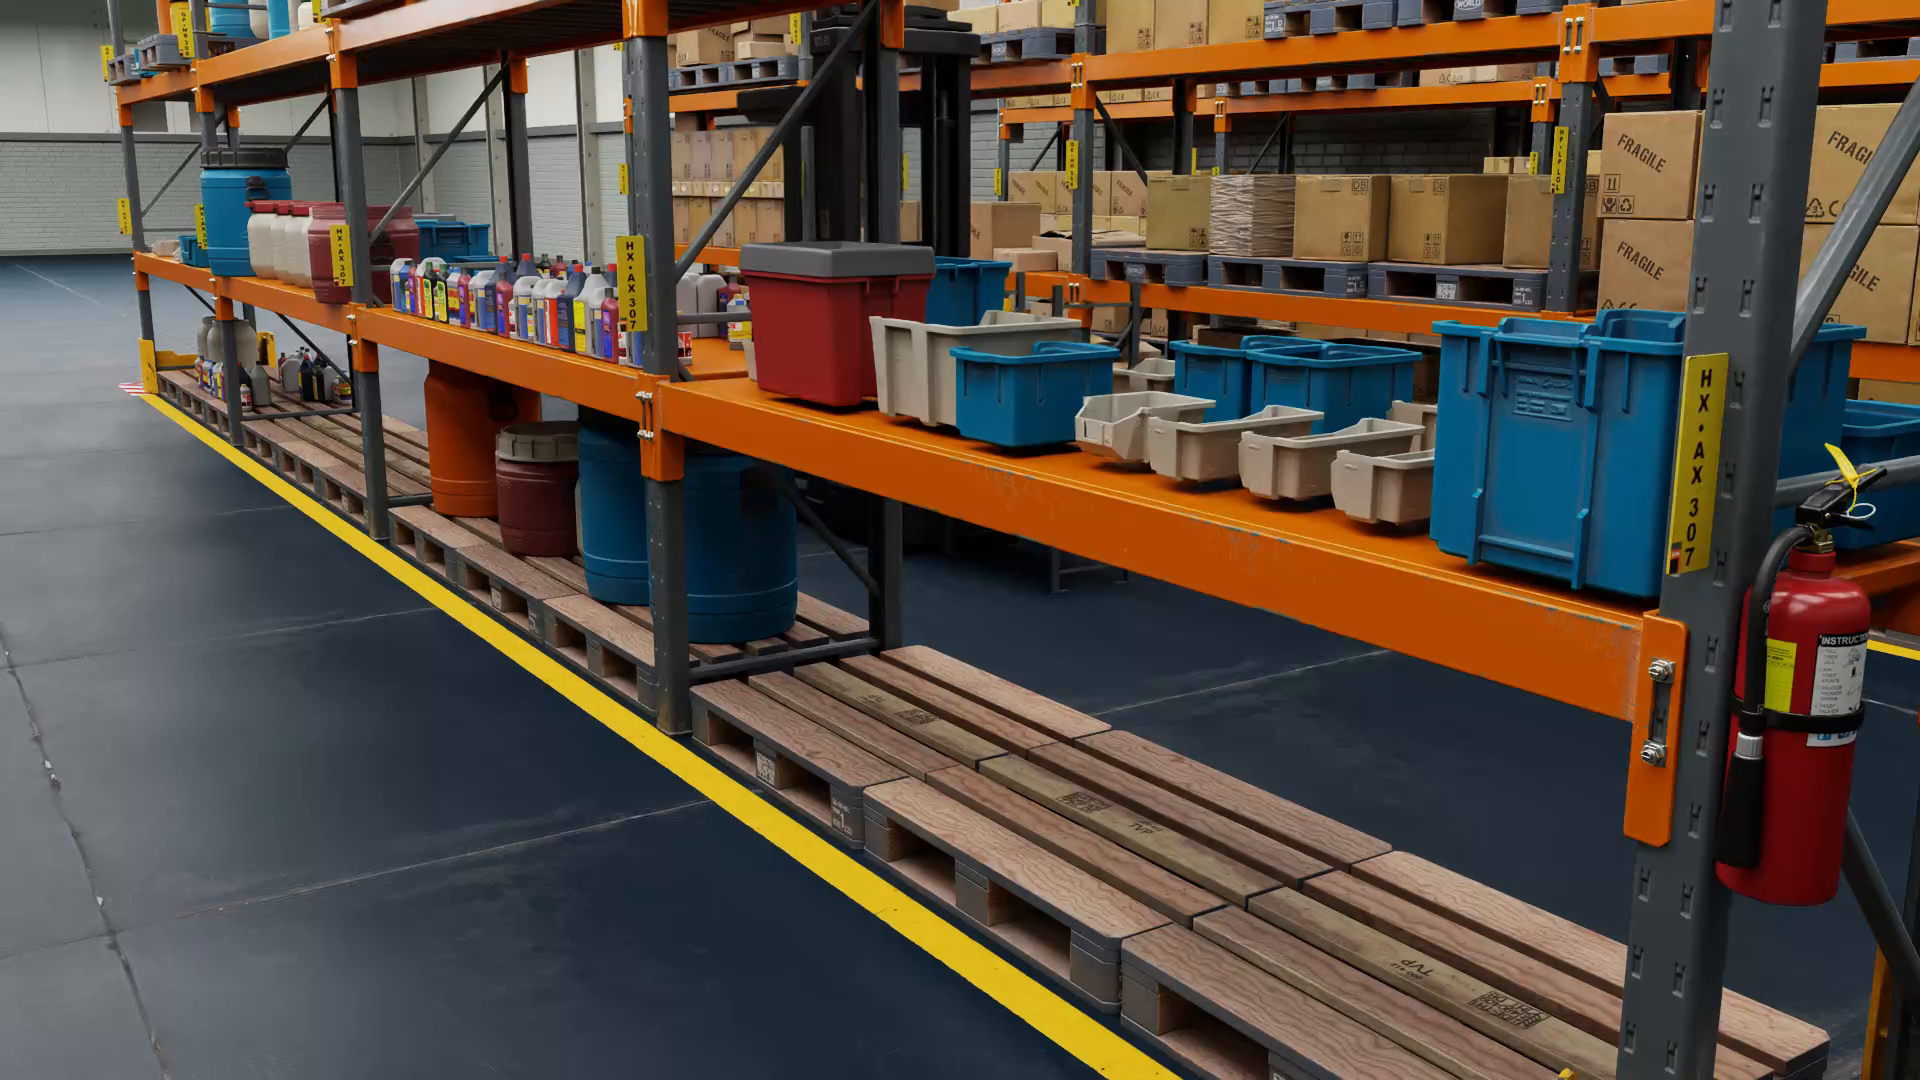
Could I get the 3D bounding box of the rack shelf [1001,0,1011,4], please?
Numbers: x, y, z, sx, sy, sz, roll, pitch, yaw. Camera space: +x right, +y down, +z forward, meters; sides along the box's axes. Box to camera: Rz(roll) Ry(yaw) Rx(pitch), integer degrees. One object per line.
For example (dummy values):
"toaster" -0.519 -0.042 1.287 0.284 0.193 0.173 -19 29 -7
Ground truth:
"rack shelf" 2.035 -6.340 18.983 1.077 0.370 4.000 -8 15 -33

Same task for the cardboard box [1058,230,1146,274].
"cardboard box" 1.073 -2.135 12.312 0.500 0.311 0.500 -7 14 -29

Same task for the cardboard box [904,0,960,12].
"cardboard box" -0.335 -4.571 13.833 0.500 0.500 0.500 -6 14 -27

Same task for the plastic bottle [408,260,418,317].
"plastic bottle" -2.773 -1.287 8.499 0.061 0.283 0.133 -8 15 -33

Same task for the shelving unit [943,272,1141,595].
"shelving unit" 0.392 -0.587 8.534 0.538 1.500 1.048 -7 14 -30

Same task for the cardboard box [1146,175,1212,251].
"cardboard box" 1.681 -2.264 11.477 0.500 0.500 0.700 9 15 36

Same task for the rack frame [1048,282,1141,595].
"rack frame" 0.655 -0.494 8.110 0.500 1.500 0.032 -7 14 -30

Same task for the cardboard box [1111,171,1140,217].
"cardboard box" 2.073 -3.936 18.890 0.500 0.500 0.500 -9 15 -34

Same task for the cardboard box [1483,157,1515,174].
"cardboard box" 4.953 -3.390 15.058 0.380 0.149 0.250 -11 17 -42

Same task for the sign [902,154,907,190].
"sign" -0.532 -3.413 15.423 0.100 0.325 0.005 -8 15 -33

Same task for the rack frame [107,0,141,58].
"rack frame" -7.320 -5.877 15.170 1.000 3.000 0.127 -8 15 -33

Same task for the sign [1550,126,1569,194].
"sign" 2.994 -1.897 8.303 0.100 0.325 0.005 -8 15 -33

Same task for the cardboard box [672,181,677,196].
"cardboard box" -2.871 -3.711 17.557 0.380 0.149 0.250 -8 15 -33

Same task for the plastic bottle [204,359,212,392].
"plastic bottle" -6.330 -1.390 14.053 0.097 0.271 0.097 0 12 0

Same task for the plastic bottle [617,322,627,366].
"plastic bottle" -1.246 -0.764 6.298 0.097 0.201 0.097 0 12 0

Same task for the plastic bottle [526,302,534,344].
"plastic bottle" -1.802 -0.942 7.115 0.097 0.201 0.097 0 12 0

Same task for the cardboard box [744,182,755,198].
"cardboard box" -1.869 -3.390 16.090 0.380 0.149 0.250 -8 15 -33

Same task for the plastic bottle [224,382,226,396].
"plastic bottle" -5.807 -1.270 13.318 0.144 0.351 0.185 -9 15 -36

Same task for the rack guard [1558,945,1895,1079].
"rack guard" 1.569 1.124 3.054 1.175 0.500 0.348 -8 15 -33

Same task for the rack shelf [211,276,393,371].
"rack shelf" -3.996 -1.527 11.009 1.077 0.370 4.000 -8 15 -33

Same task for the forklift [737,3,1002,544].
"forklift" -0.656 -1.663 10.107 1.130 2.935 3.031 -7 14 -30

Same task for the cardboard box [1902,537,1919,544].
"cardboard box" 4.499 -0.059 7.425 0.797 0.503 0.637 -8 15 -33

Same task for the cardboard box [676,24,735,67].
"cardboard box" -2.502 -4.992 16.600 0.500 0.500 0.500 -8 15 -33

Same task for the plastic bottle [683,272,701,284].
"plastic bottle" -1.252 -1.084 7.590 0.152 0.276 0.135 -8 15 -33

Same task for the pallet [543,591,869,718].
"pallet" -1.064 0.408 7.000 1.003 0.211 1.213 -8 15 -33

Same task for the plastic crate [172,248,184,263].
"plastic crate" -6.214 -2.364 13.770 0.530 0.136 0.437 -8 15 -33

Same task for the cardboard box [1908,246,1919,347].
"cardboard box" 4.354 -1.053 6.922 0.500 0.500 0.500 -8 15 -34

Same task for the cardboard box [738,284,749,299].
"cardboard box" -1.965 -2.284 16.481 0.500 0.500 0.500 -8 15 -33

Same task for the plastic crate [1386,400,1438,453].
"plastic crate" 1.197 -0.271 4.057 0.250 0.136 0.298 -8 15 -33

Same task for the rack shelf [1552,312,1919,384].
"rack shelf" 4.562 -0.690 7.180 1.077 0.370 4.000 -8 15 -33

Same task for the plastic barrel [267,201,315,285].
"plastic barrel" -4.350 -1.974 11.050 0.433 0.535 0.433 0 12 0

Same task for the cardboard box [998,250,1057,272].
"cardboard box" 0.510 -2.113 12.592 0.380 0.149 0.250 -8 15 -33

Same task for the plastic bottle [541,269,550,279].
"plastic bottle" -2.260 -1.382 9.125 0.097 0.201 0.097 0 12 0

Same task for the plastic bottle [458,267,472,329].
"plastic bottle" -2.315 -1.140 7.826 0.061 0.283 0.133 -8 15 -33

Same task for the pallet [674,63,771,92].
"pallet" -2.144 -4.608 16.596 1.003 0.211 1.213 -8 15 -33

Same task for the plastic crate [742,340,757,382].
"plastic crate" -0.533 -0.612 5.618 0.396 0.136 0.243 -8 15 -33

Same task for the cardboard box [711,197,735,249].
"cardboard box" -2.086 -3.221 16.835 0.700 0.500 0.500 -8 14 -31

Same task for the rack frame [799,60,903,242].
"rack frame" -0.978 -2.820 15.236 1.000 3.000 0.127 -8 15 -33

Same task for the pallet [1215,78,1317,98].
"pallet" 3.397 -4.658 17.060 1.213 0.211 1.003 -8 15 -33

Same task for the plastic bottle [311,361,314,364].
"plastic bottle" -5.423 -1.365 13.937 0.097 0.271 0.097 0 12 0

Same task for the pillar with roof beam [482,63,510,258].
"pillar with roof beam" -14.846 -10.786 37.620 9.100 9.000 0.548 -8 15 -33

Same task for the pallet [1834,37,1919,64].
"pallet" 7.027 -3.513 11.833 0.805 0.209 1.217 -9 15 -35

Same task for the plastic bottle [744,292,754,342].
"plastic bottle" -0.814 -0.944 6.946 0.152 0.276 0.135 -8 15 -33

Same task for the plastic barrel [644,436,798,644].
"plastic barrel" -0.959 -0.091 6.683 0.600 0.901 0.708 -8 15 -33

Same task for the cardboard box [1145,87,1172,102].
"cardboard box" 2.388 -5.083 18.282 0.500 0.500 0.500 -10 16 -37

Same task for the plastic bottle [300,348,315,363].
"plastic bottle" -5.546 -1.457 14.175 0.144 0.351 0.185 -8 15 -33

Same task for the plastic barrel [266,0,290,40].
"plastic barrel" -4.641 -3.880 11.888 0.600 0.901 0.708 -8 15 -33

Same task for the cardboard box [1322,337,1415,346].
"cardboard box" 2.557 -1.139 10.616 0.500 0.250 0.500 -8 15 -34

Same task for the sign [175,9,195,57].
"sign" -5.568 -3.641 11.948 0.100 0.325 0.005 -8 15 -33

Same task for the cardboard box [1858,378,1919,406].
"cardboard box" 7.108 -1.240 12.057 0.750 0.750 0.750 -8 15 -32

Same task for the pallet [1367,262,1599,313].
"pallet" 3.102 -1.459 9.460 1.003 0.211 1.213 -8 15 -33

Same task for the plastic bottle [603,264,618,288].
"plastic bottle" -1.436 -0.962 6.856 0.144 0.351 0.185 -8 15 -33

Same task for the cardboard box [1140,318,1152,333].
"cardboard box" 2.274 -2.516 19.490 0.380 0.149 0.250 -10 16 -37

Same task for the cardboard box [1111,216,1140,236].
"cardboard box" 2.068 -3.569 18.966 0.500 0.250 0.500 -8 15 -33
